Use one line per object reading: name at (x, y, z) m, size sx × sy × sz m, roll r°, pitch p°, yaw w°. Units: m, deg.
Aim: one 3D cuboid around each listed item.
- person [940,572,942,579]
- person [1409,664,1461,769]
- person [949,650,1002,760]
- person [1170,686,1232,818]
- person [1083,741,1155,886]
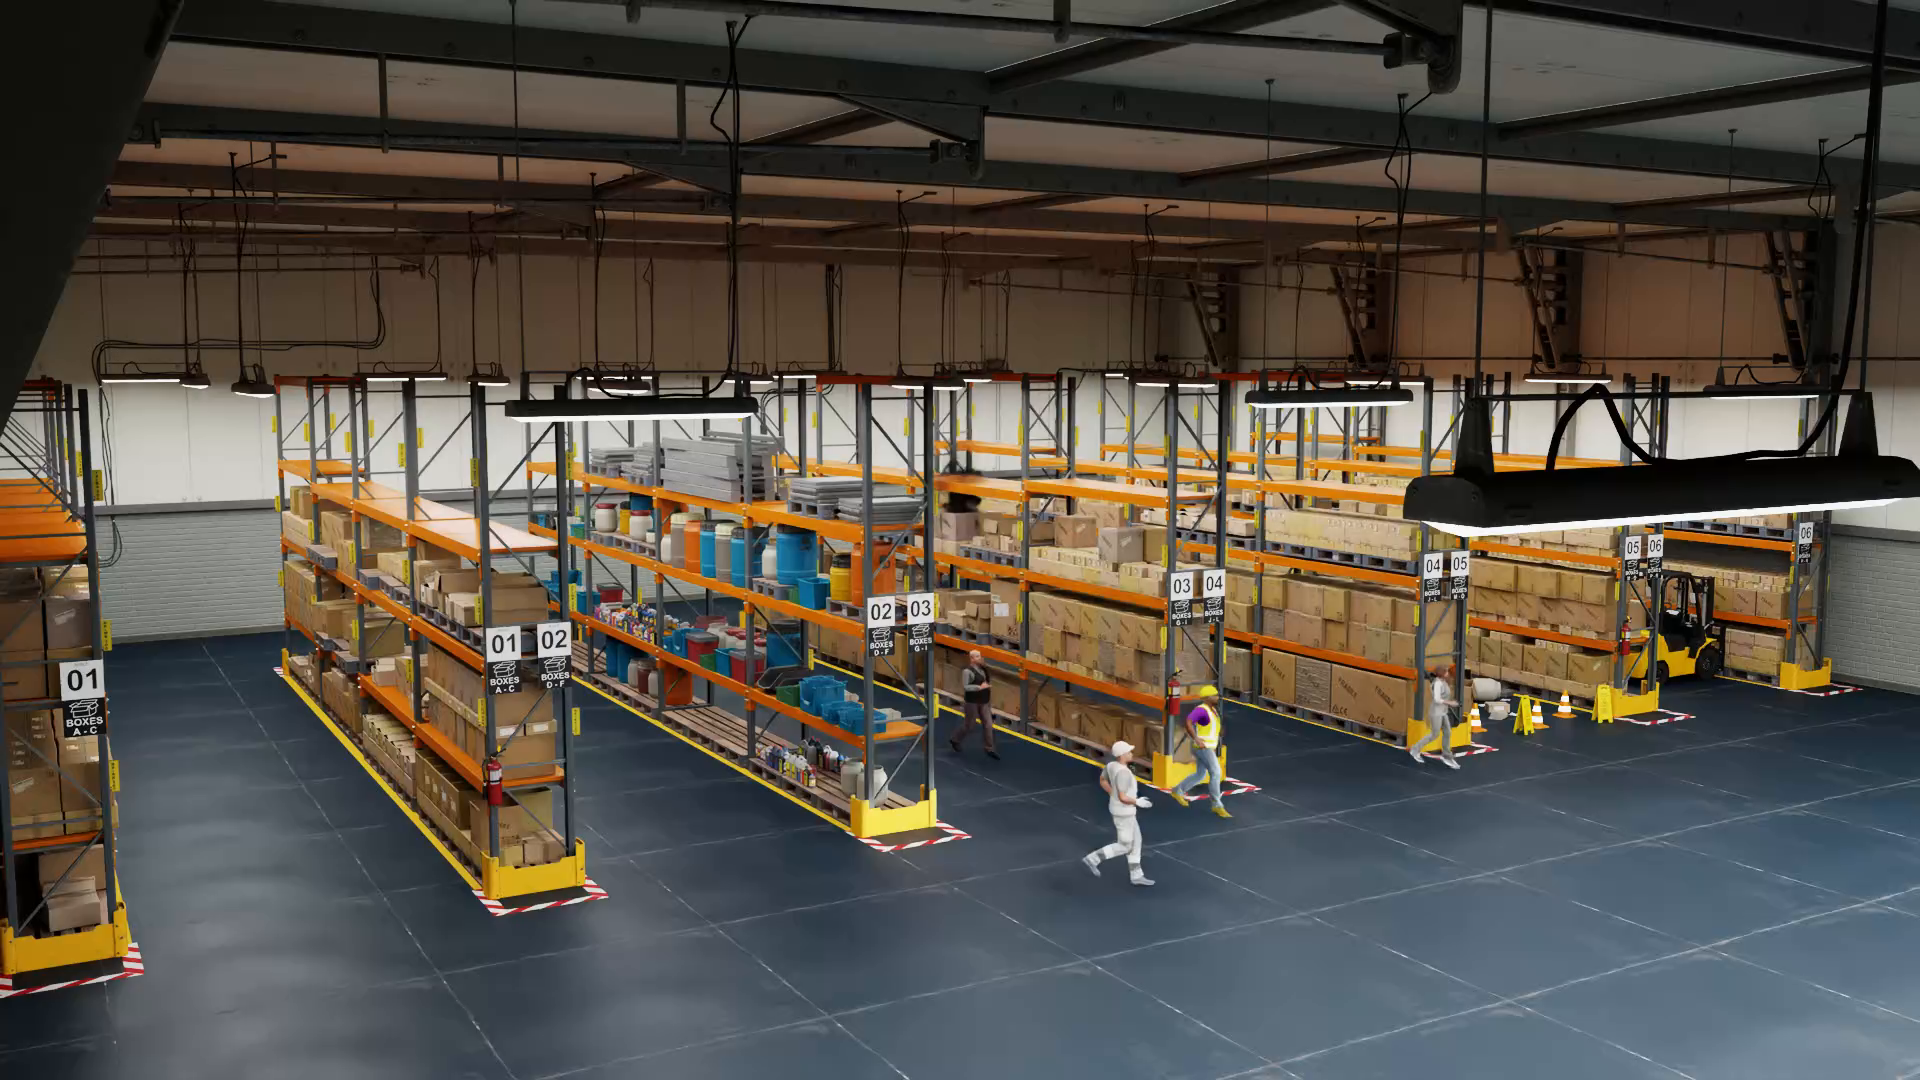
person at (-0.634, 0.876, 42.141) m, size 0.690 × 1.749 × 0.767 m, roll 1°, pitch 6°, yaw 7°
person at (7.390, 2.717, 25.785) m, size 0.777 × 1.624 × 0.561 m, roll 3°, pitch 7°, yaw 26°
person at (0.262, 2.582, 26.276) m, size 0.971 × 1.706 × 0.658 m, roll 6°, pitch 9°, yaw 43°
person at (3.418, 2.929, 23.311) m, size 0.895 × 1.785 × 0.730 m, roll 2°, pitch 7°, yaw 18°
person at (1.908, 3.283, 19.917) m, size 0.899 × 1.783 × 0.656 m, roll -1°, pitch 6°, yaw -5°
